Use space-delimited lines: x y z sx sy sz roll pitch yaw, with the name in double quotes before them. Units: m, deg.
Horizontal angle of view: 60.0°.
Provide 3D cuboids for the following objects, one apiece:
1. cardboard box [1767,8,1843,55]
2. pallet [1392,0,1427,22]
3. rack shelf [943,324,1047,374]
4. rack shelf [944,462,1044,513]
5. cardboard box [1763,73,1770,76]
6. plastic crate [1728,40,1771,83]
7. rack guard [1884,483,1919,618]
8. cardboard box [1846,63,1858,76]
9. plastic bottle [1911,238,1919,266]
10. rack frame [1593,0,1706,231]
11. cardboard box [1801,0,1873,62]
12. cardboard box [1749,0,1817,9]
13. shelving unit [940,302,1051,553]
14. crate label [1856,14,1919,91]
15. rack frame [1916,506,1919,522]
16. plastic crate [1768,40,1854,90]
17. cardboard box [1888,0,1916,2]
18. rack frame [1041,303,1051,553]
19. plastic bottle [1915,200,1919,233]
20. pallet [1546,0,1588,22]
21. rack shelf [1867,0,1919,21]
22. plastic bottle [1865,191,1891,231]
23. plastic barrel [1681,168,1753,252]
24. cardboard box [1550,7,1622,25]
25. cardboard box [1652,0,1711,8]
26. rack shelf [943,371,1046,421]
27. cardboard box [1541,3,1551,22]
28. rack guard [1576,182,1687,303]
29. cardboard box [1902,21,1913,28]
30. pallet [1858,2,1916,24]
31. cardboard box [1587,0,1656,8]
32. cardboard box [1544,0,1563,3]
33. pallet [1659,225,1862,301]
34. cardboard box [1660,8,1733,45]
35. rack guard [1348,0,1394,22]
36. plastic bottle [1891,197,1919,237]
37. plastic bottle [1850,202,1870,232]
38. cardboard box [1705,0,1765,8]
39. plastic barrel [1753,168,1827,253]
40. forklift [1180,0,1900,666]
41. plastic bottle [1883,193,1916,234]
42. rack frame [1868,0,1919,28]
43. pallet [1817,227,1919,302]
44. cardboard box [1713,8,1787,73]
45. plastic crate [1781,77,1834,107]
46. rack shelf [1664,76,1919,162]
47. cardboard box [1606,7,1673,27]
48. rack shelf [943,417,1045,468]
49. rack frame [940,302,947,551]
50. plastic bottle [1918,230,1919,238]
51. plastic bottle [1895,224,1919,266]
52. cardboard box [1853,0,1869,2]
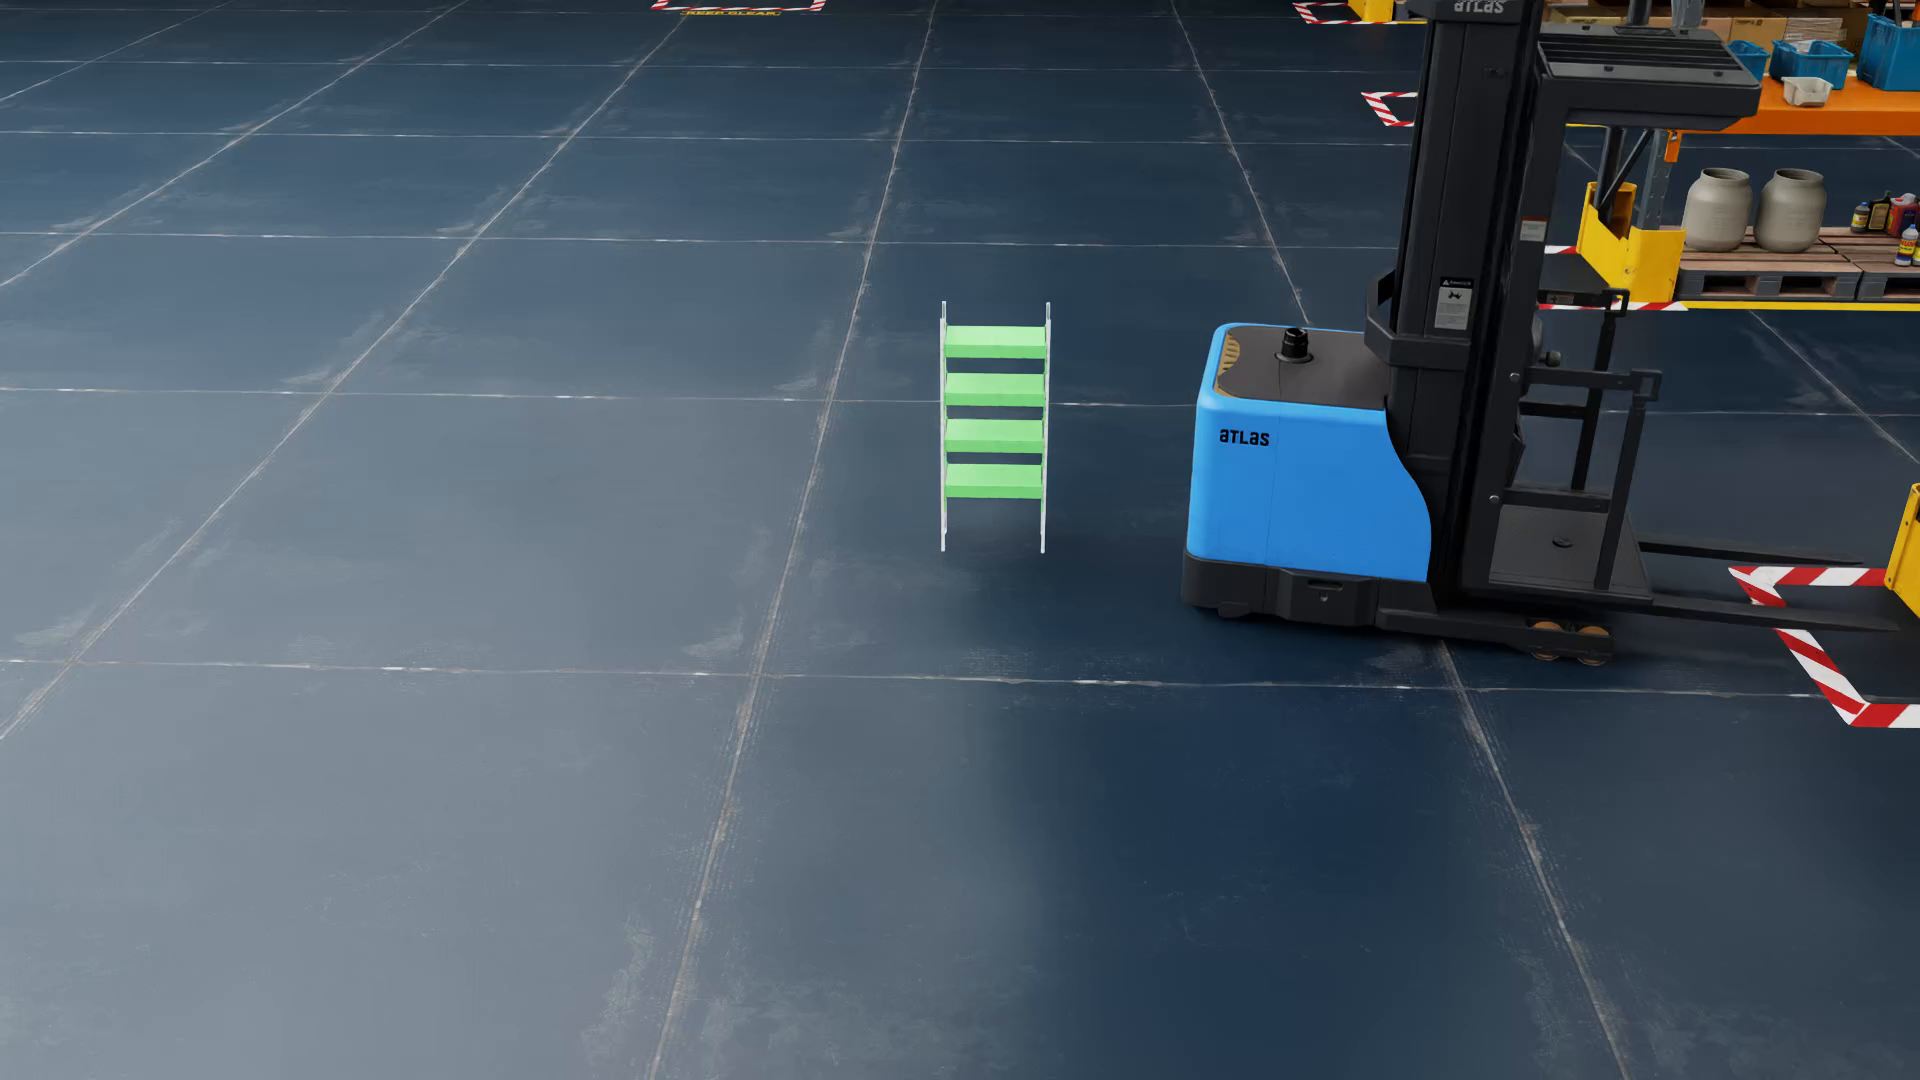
"cardboard box" 7.828 -4.664 15.532 0.500 0.500 0.500 1 28 2
"pallet" 5.858 -6.564 20.407 1.213 0.211 1.003 1 28 2
"rack shelf" 0.165 -0.895 7.769 0.480 0.148 0.258 1 28 2
"rack shelf" 0.165 -0.259 8.106 0.480 0.148 0.258 1 28 2
"cardboard box" 7.327 -4.333 15.708 0.500 0.250 0.500 1 28 2
"plastic crate" 5.133 -3.256 11.349 0.616 0.251 0.499 1 28 2
"rack guard" 4.523 0.234 7.275 0.348 0.500 1.175 1 28 2
"cardboard box" 8.327 -4.319 15.681 0.500 0.250 0.500 1 28 2
"plastic bottle" 6.526 -1.971 11.283 0.097 0.201 0.097 0 28 0
"rack frame" 4.622 -3.190 11.065 0.127 3.000 1.000 1 28 2
"cardboard box" 8.346 -4.899 15.975 0.500 0.500 0.500 1 28 2
"cardboard box" 7.846 -4.903 15.984 0.500 0.500 0.500 1 28 2
"shelving unit" 0.165 -0.527 7.964 0.503 1.200 0.258 1 28 2
"crate label" 6.471 -3.302 11.239 0.616 0.435 0.502 1 28 2
"rack frame" 4.447 -0.872 6.692 0.127 3.000 1.000 1 28 2
"plastic crate" 5.782 -3.243 11.324 0.408 0.251 0.499 1 28 2
"cardboard box" 11.237 -6.831 20.132 0.500 0.500 0.700 1 28 2
"rack frame" 0.409 -0.523 7.956 0.015 1.200 0.240 1 28 2
"plastic bottle" 6.862 -2.337 11.894 0.135 0.276 0.152 0 28 0
"pallet" 7.074 -6.543 20.367 1.213 0.211 1.003 1 28 2
"rack shelf" 6.799 -5.158 15.545 4.000 0.370 1.077 1 28 2
"plastic bottle" 6.590 -2.366 11.941 0.133 0.283 0.061 2 28 3
"plastic barrel" 5.282 -2.301 11.597 0.421 0.512 0.421 0 28 0
"cardboard box" 5.828 -4.690 15.582 0.500 0.500 0.500 1 28 2
"cardboard box" 6.847 -4.923 16.020 0.500 0.500 0.500 1 28 2
"rack shelf" 0.165 -0.683 7.881 0.480 0.148 0.258 1 28 2
"cardboard box" 5.347 -4.941 16.055 0.500 0.500 0.500 1 28 2
"rack guard" 4.700 -2.107 11.690 0.348 0.500 1.175 1 28 2
"cardboard box" 9.213 -4.788 15.969 0.500 0.311 0.500 1 28 2
"pallet" 10.970 -6.498 20.283 1.213 0.211 1.003 1 28 2
"cardboard box" 6.347 -4.931 16.037 0.500 0.500 0.500 1 28 2
"cardboard box" 6.961 -6.819 20.110 0.500 0.500 0.700 -1 28 -1
"pallet" 5.511 -1.963 11.728 1.213 0.211 1.003 1 28 2
"cardboard box" 6.828 -4.672 15.547 0.500 0.500 0.500 1 28 2
"rack guard" 5.048 -6.722 20.396 0.348 0.500 1.175 1 28 2
"plastic bottle" 6.721 -2.292 11.802 0.133 0.283 0.061 1 28 2
"plastic bottle" 6.473 -2.323 11.948 0.097 0.201 0.097 0 28 0
"cardboard box" 7.346 -4.915 16.006 0.500 0.500 0.500 1 28 2
"plastic barrel" 5.783 -2.293 11.581 0.421 0.512 0.421 0 28 0
"forklift" 2.583 -1.024 7.052 3.031 2.935 1.130 6 29 11
"plastic bottle" 6.724 -2.339 11.898 0.135 0.276 0.152 1 28 2
"rack frame" 8.798 -5.443 15.314 0.127 3.000 1.000 1 28 2
"pallet" 6.727 -1.942 11.687 1.213 0.211 1.003 1 28 2
"cardboard box" 7.328 -4.670 15.544 0.500 0.500 0.500 1 28 2
"plastic crate" 5.505 -2.908 10.815 0.250 0.136 0.298 1 28 2
"rack shelf" 6.621 -2.839 11.172 4.000 0.370 1.077 1 28 2
"cardboard box" 6.329 -4.688 15.578 0.500 0.500 0.500 1 28 2
"rack shelf" 0.165 -0.471 7.994 0.480 0.148 0.258 1 28 2
"rack frame" -0.078 -0.531 7.971 0.015 1.200 0.240 1 28 2
"plastic bottle" 6.877 -2.245 11.800 0.097 0.201 0.097 0 28 0
"plastic bottle" 6.423 -2.003 11.270 0.097 0.271 0.097 0 28 0
"cardboard box" 10.732 -6.834 20.139 0.500 0.500 0.700 1 28 2
